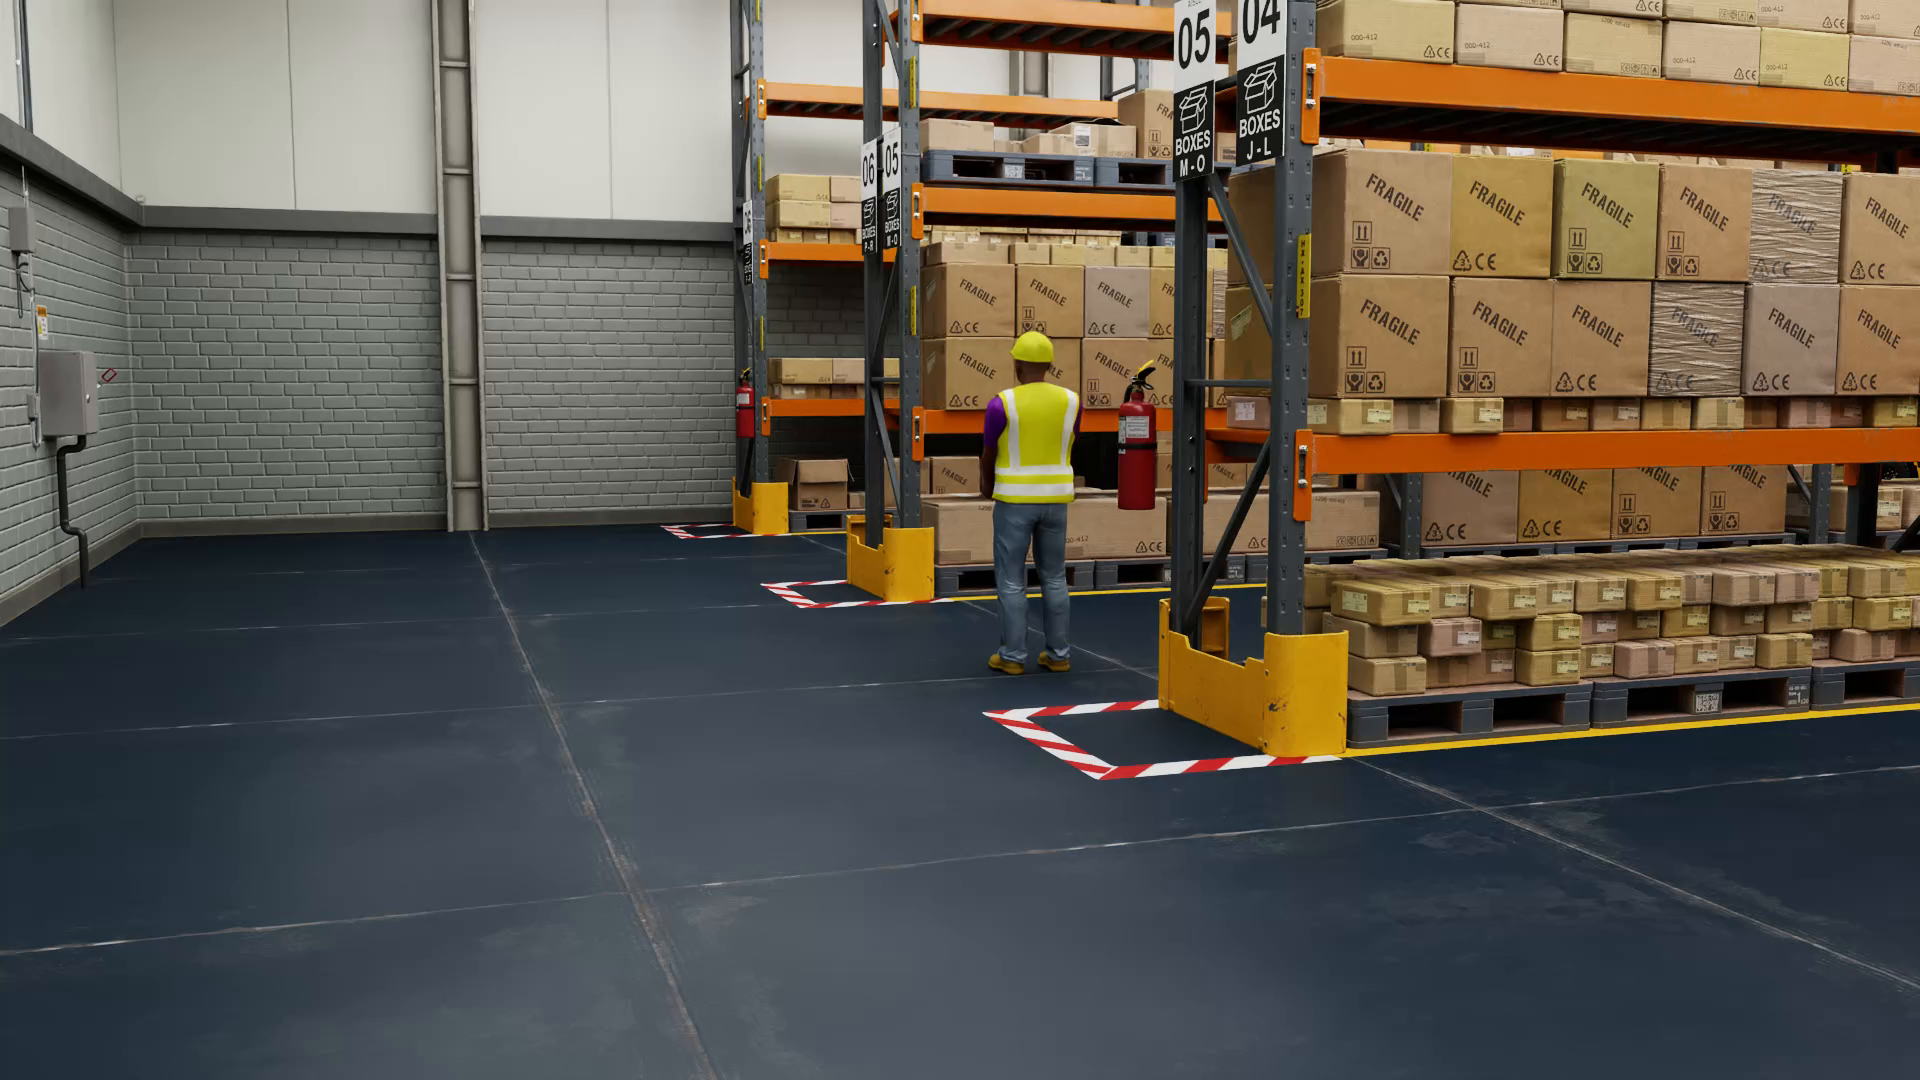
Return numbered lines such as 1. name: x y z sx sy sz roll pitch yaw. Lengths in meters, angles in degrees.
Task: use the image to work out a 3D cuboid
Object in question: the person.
1. person: 0.337 -0.201 8.726 0.521 1.767 0.573 -2 6 -19
